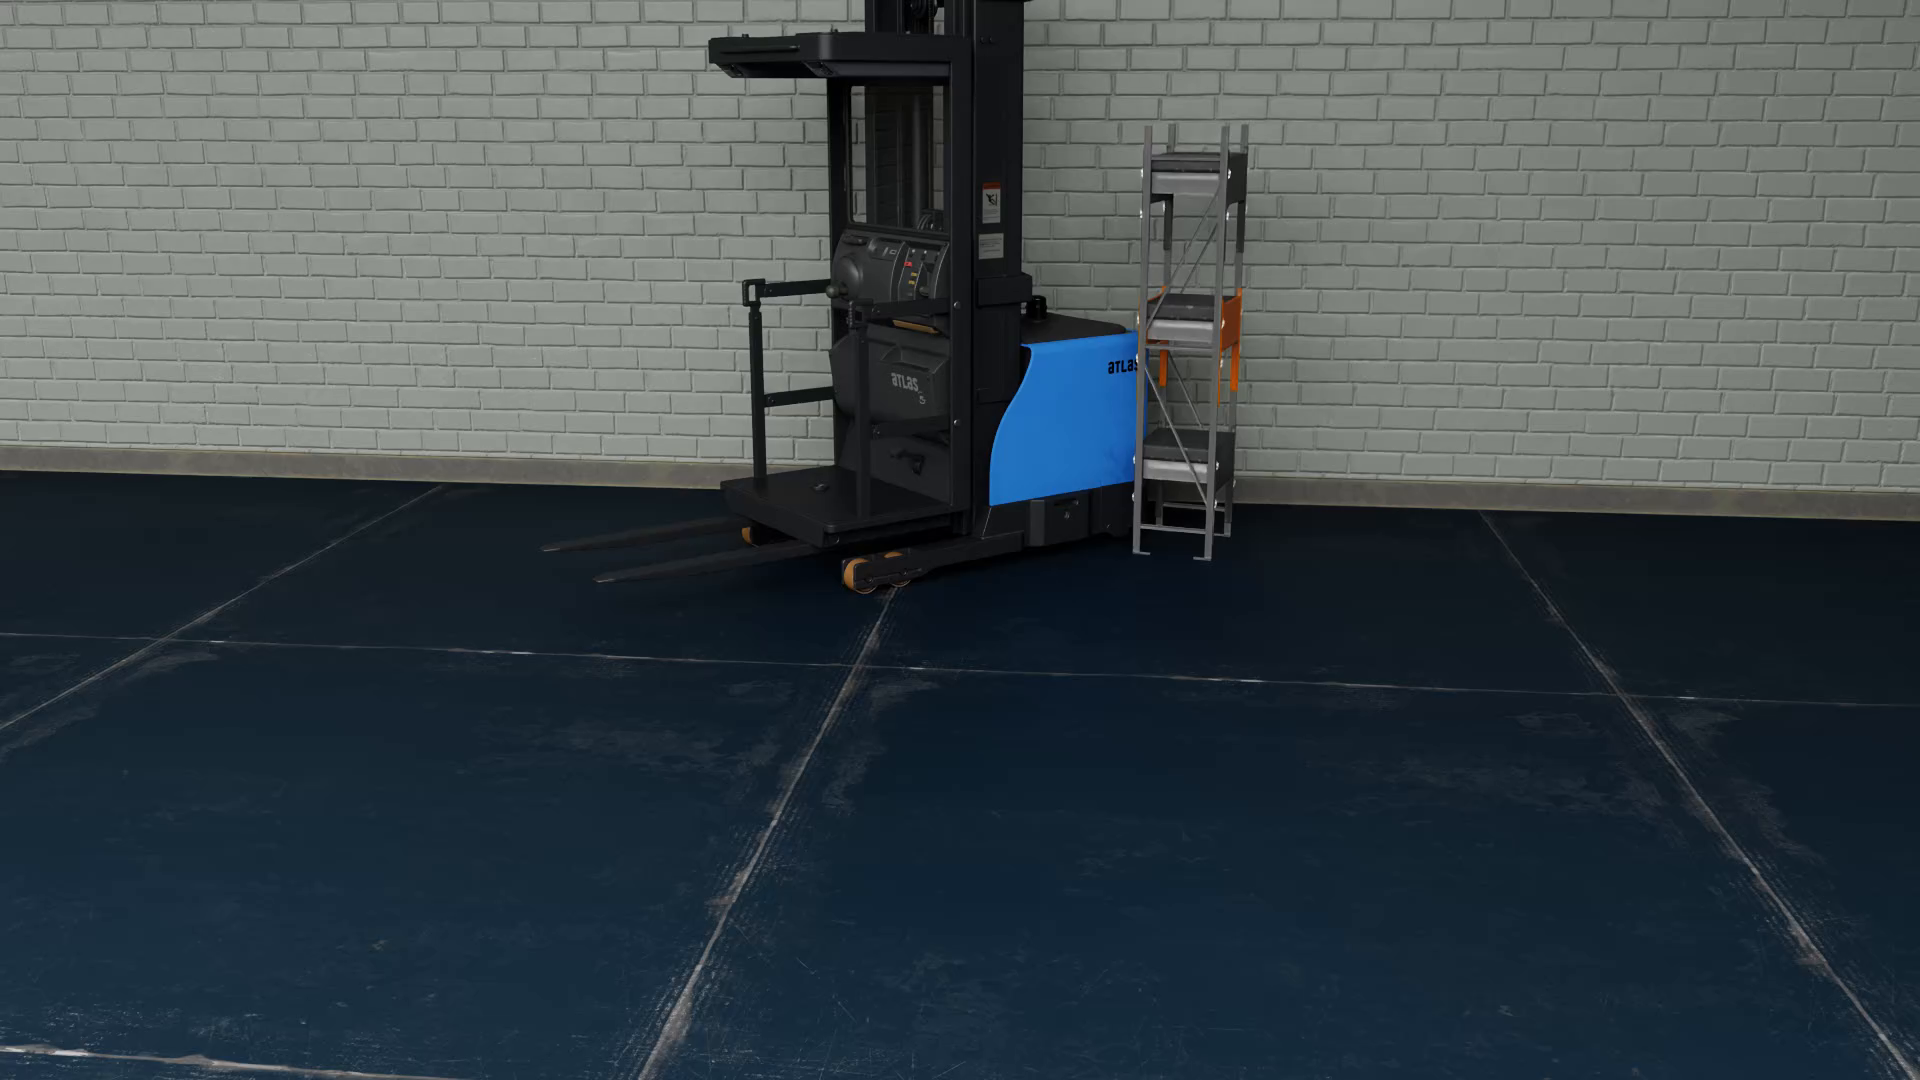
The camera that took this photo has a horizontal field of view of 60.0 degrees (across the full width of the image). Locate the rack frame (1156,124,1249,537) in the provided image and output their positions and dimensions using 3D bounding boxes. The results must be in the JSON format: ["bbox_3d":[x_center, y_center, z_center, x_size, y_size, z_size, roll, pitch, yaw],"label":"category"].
[{"bbox_3d":[1.231,-1.048,8.517,0.400,2.100,0.015,5,16,19],"label":"rack frame"}]

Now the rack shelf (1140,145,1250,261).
[{"bbox_3d":[1.147,-1.651,8.116,0.431,0.518,0.480,5,16,19],"label":"rack shelf"}]

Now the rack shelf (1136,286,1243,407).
[{"bbox_3d":[1.147,-0.975,8.299,0.431,0.518,0.480,5,16,19],"label":"rack shelf"}]

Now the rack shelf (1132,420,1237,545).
[{"bbox_3d":[1.147,-0.300,8.482,0.431,0.518,0.480,5,16,19],"label":"rack shelf"}]

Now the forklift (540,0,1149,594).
[{"bbox_3d":[-0.514,-1.320,7.927,3.031,2.935,1.130,-11,18,-34],"label":"forklift"}]

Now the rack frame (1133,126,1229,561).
[{"bbox_3d":[1.064,-0.929,8.074,0.400,2.100,0.015,5,16,19],"label":"rack frame"}]

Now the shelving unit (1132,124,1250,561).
[{"bbox_3d":[1.147,-0.989,8.295,0.431,2.100,0.503,5,16,19],"label":"shelving unit"}]
